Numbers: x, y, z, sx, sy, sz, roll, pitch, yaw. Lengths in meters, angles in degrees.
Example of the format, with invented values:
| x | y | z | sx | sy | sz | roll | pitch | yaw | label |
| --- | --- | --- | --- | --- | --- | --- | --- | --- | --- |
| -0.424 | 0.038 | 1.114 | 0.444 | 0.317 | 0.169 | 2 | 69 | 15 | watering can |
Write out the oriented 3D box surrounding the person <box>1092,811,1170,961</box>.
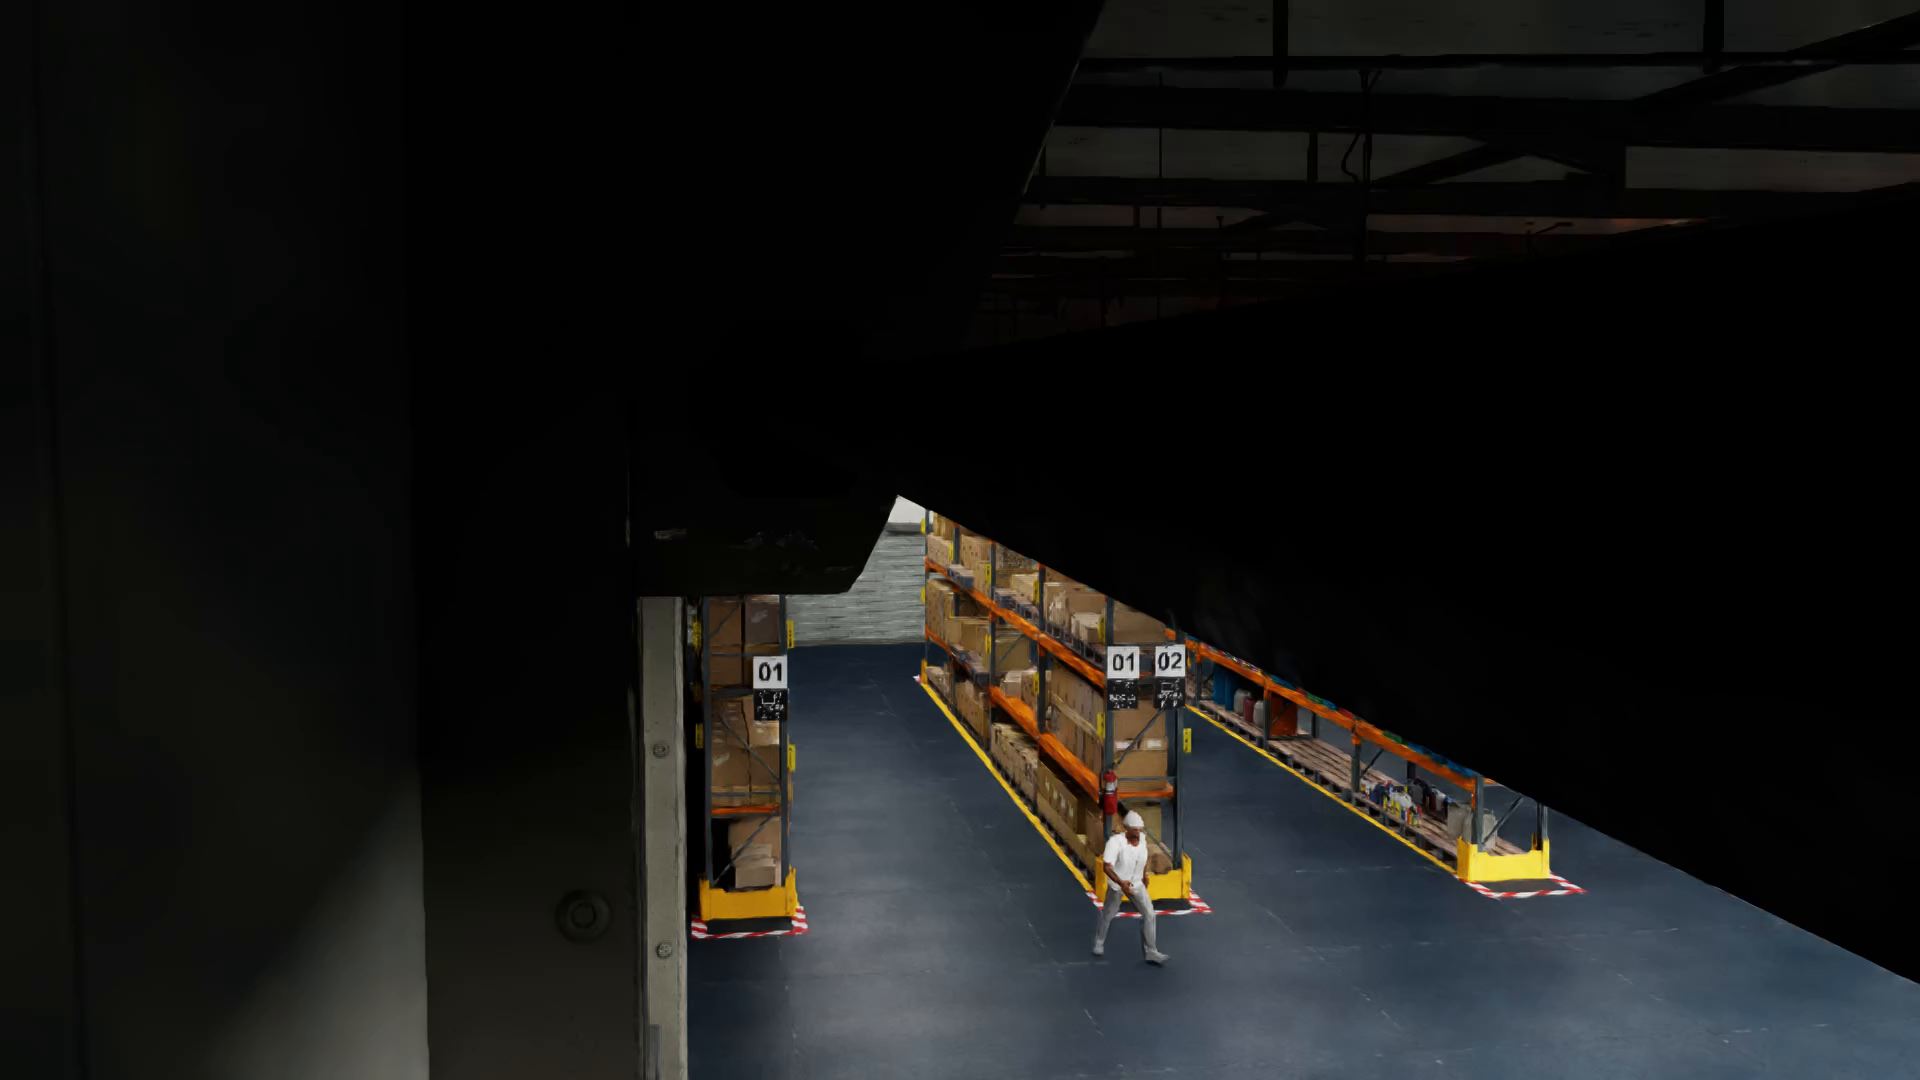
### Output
| x | y | z | sx | sy | sz | roll | pitch | yaw | label |
| --- | --- | --- | --- | --- | --- | --- | --- | --- | --- |
| 1.851 | 3.841 | 18.589 | 0.708 | 1.702 | 0.843 | -2 | 6 | -26 | person |
